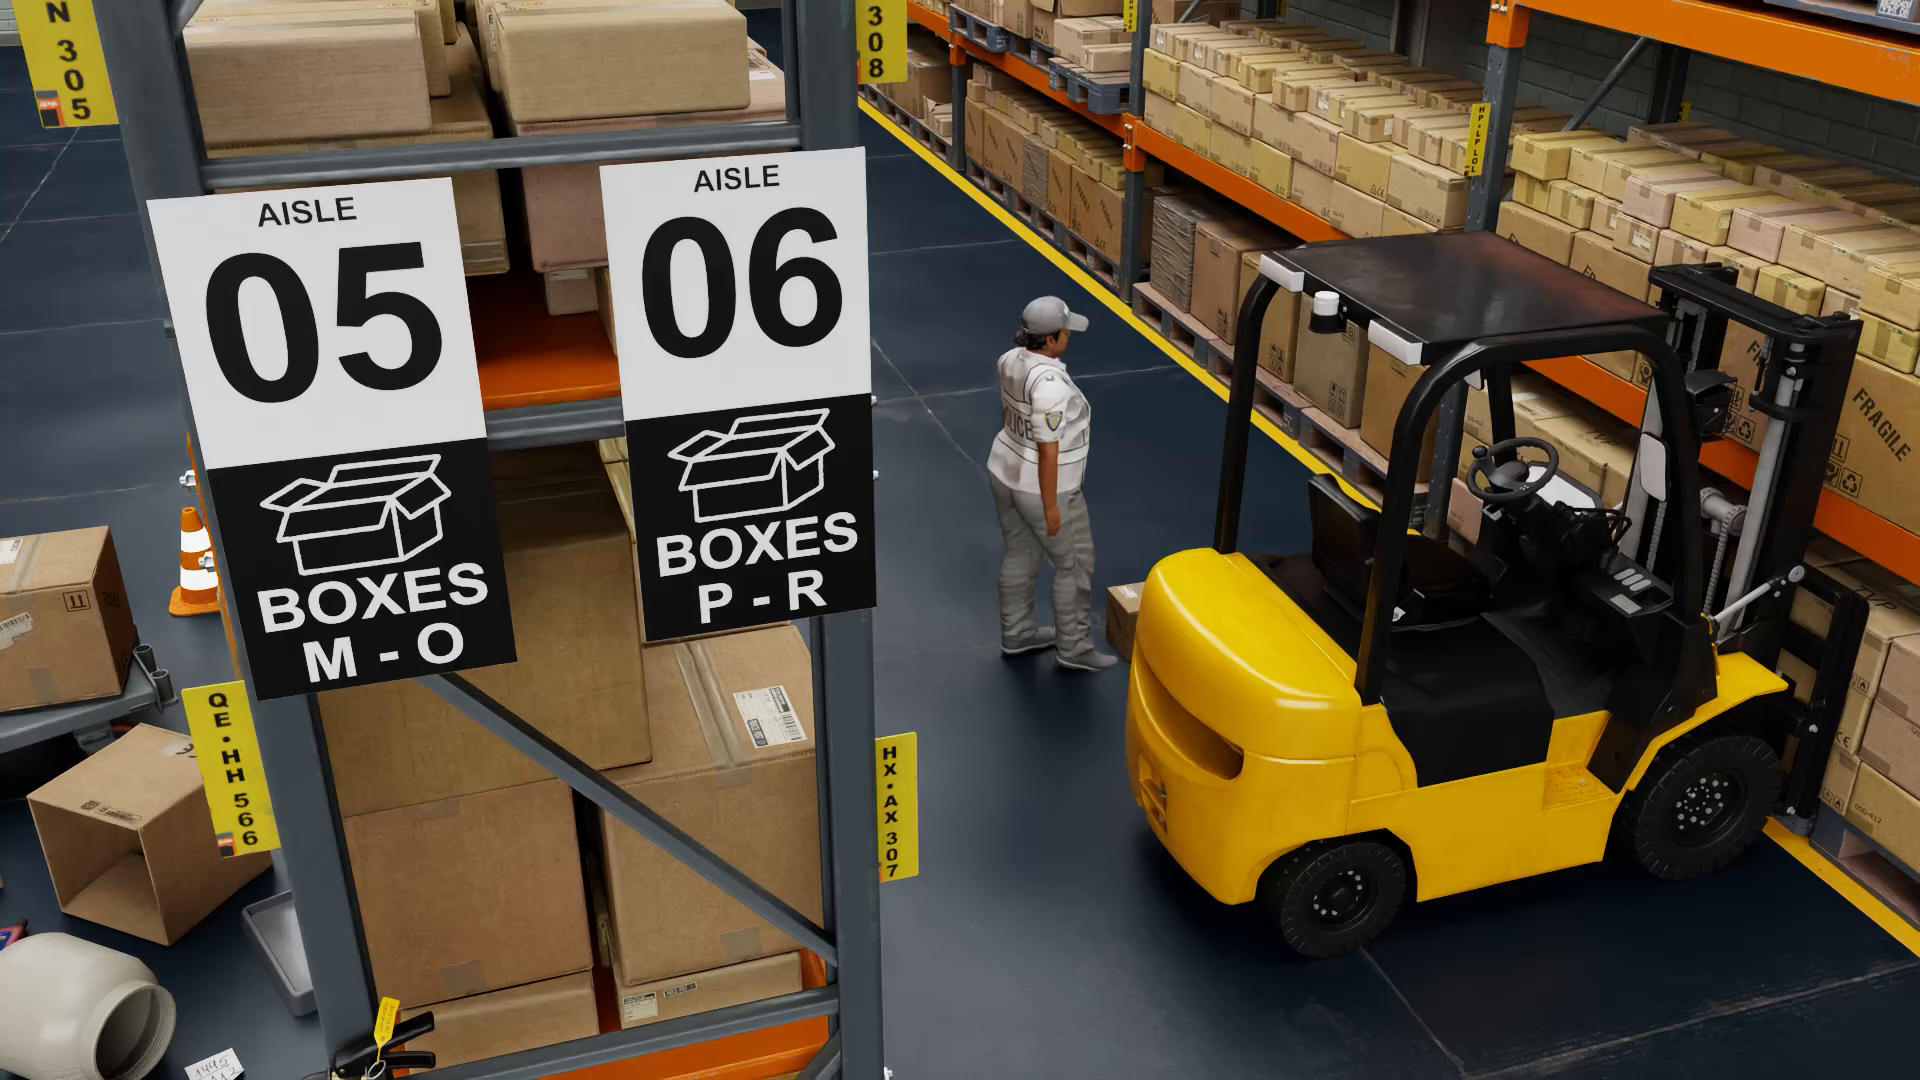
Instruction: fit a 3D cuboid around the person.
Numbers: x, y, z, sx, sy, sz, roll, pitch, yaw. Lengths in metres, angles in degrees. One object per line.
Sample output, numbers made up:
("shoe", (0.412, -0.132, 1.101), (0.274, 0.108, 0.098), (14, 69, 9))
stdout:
("person", (0.384, -0.232, 7.102), (0.498, 1.698, 0.532), (-13, 29, -25))
